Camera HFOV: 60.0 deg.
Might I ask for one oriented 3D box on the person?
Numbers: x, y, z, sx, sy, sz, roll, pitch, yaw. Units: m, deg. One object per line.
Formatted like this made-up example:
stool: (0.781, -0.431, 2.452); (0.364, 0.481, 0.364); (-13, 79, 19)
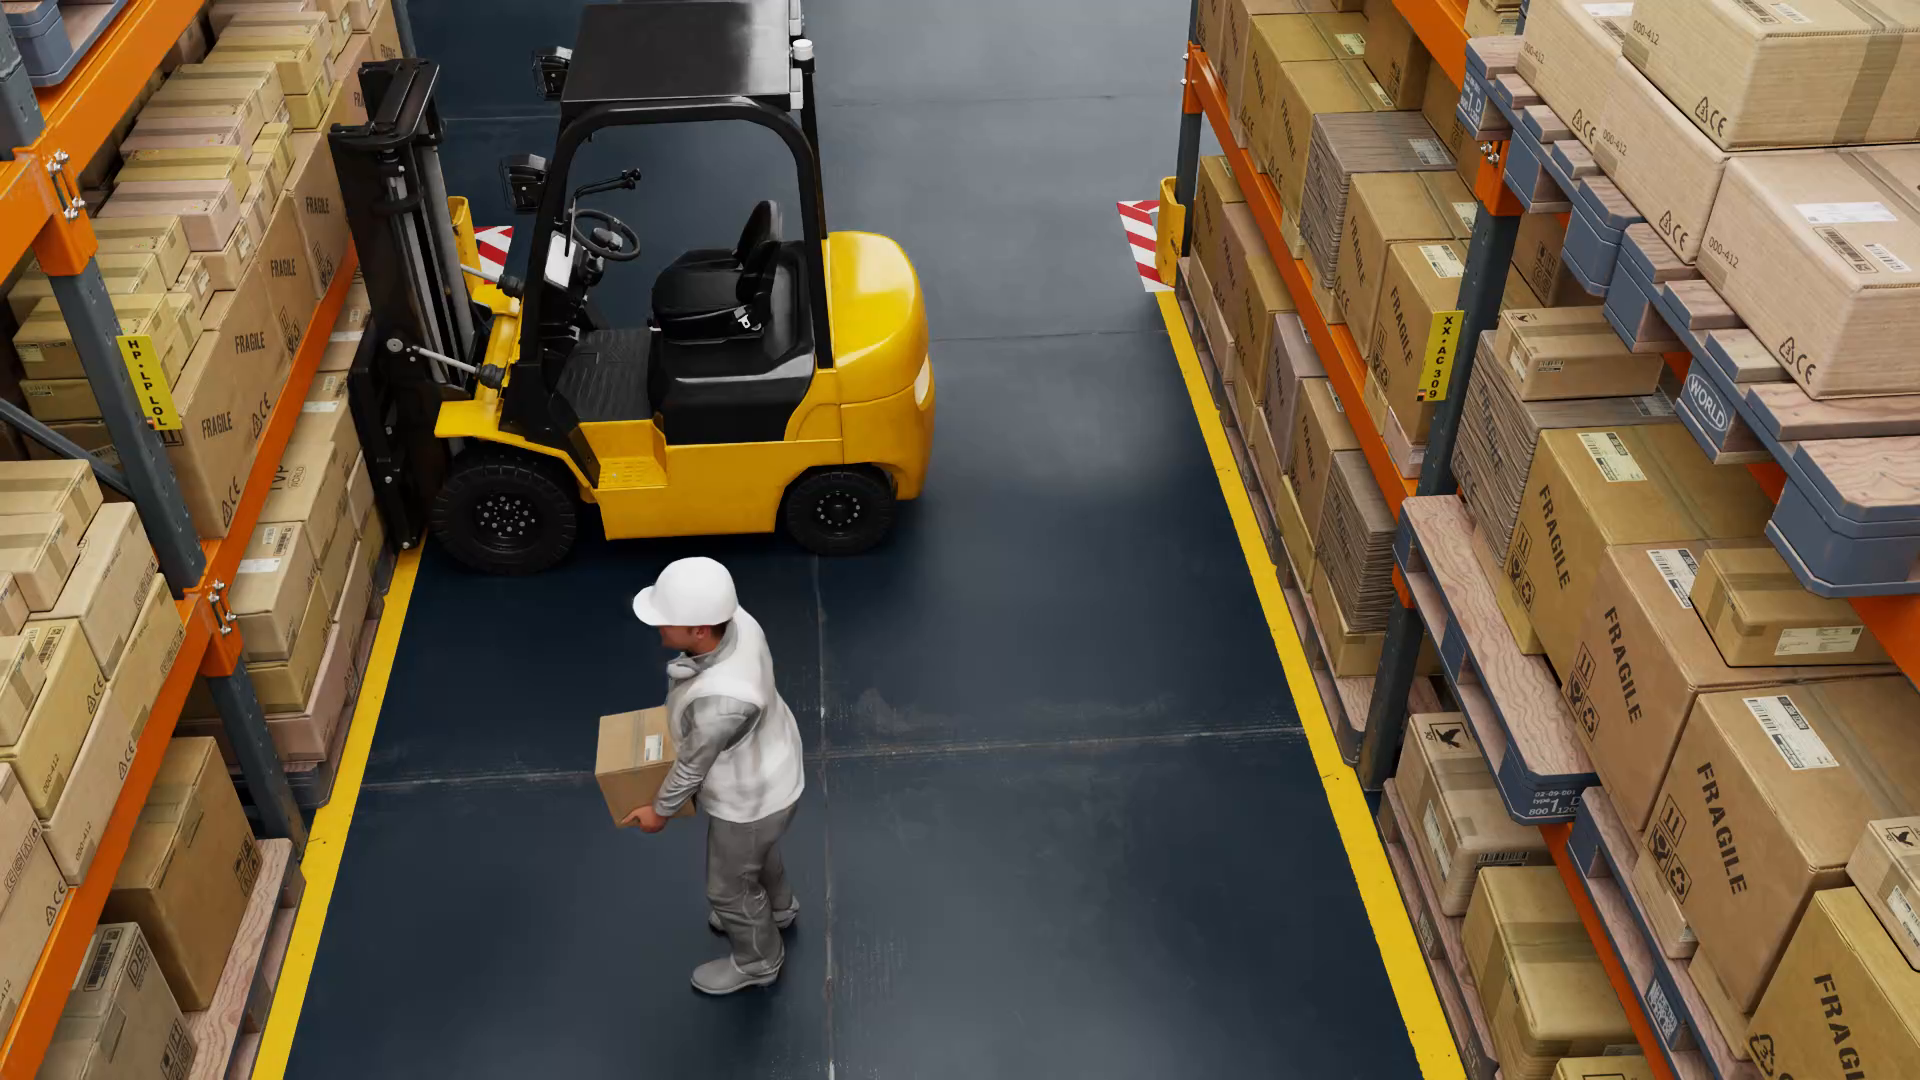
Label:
person: (-0.770, 0.755, 5.205); (0.567, 1.768, 0.491); (-4, 39, -5)
